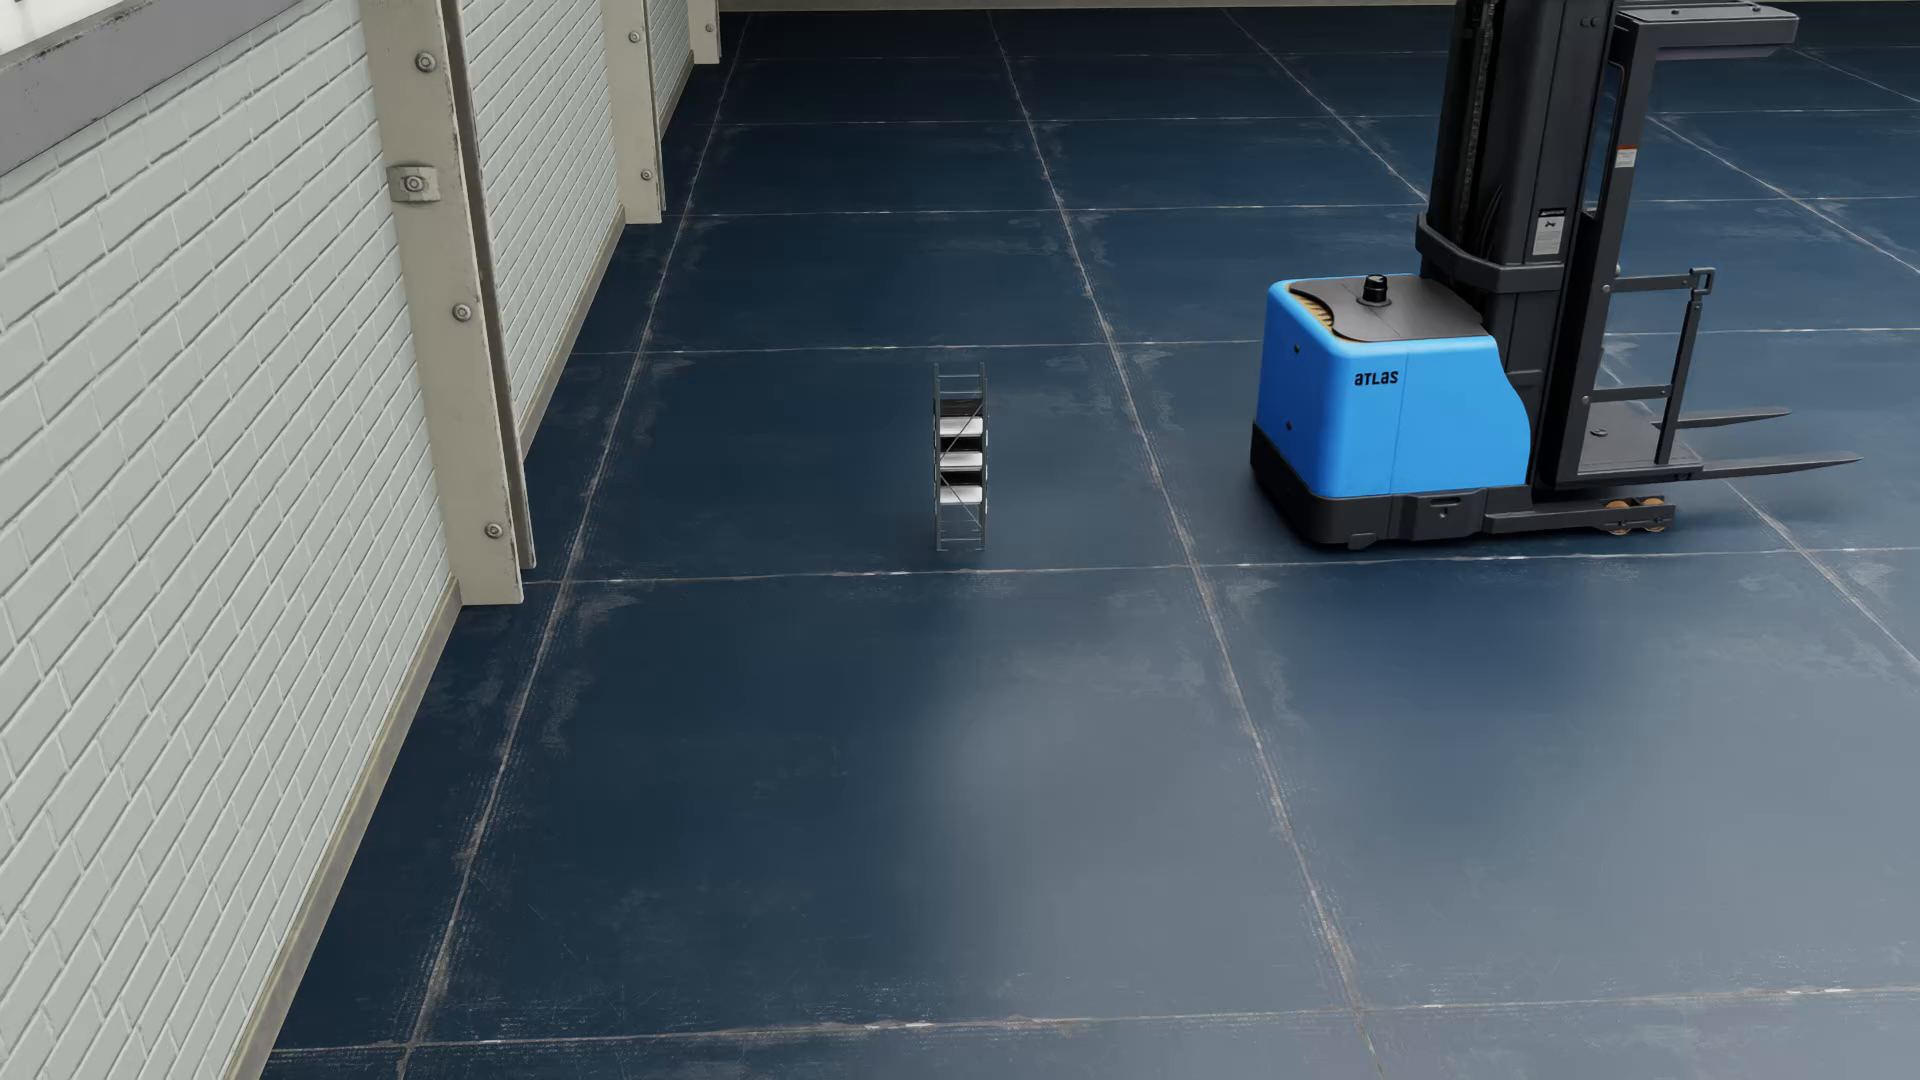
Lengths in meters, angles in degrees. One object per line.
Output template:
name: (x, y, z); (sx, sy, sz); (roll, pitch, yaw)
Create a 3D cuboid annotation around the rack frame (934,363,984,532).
rack frame: (-0.005, -0.442, 8.125); (0.240, 0.900, 0.006); (-1, 28, -3)

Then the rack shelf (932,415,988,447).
rack shelf: (0.000, -0.525, 7.967); (0.258, 0.077, 0.200); (-1, 28, -3)

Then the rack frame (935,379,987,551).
rack frame: (0.006, -0.348, 7.945); (0.240, 0.900, 0.006); (-1, 28, -3)

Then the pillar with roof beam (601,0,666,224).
pillar with roof beam: (1.795, -6.659, 11.287); (9.100, 9.000, 0.400); (-1, 28, -3)

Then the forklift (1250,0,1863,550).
forklift: (3.113, -1.562, 8.075); (3.031, 2.935, 1.130); (-4, 28, -8)

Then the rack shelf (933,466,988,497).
rack shelf: (0.000, -0.286, 8.092); (0.258, 0.077, 0.200); (-1, 28, -3)

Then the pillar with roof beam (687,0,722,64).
pillar with roof beam: (1.482, -9.430, 16.599); (9.100, 9.000, 0.400); (-1, 28, -3)

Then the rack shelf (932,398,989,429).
rack shelf: (0.000, -0.605, 7.925); (0.258, 0.077, 0.200); (-1, 28, -3)

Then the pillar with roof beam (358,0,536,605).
pillar with roof beam: (2.108, -3.888, 5.974); (9.100, 9.000, 0.400); (-1, 28, -3)

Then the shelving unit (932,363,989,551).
shelving unit: (0.000, -0.395, 8.035); (0.258, 0.900, 0.210); (-1, 28, -3)

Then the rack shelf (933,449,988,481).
rack shelf: (0.000, -0.366, 8.050); (0.258, 0.077, 0.200); (-1, 28, -3)

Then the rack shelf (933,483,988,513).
rack shelf: (0.000, -0.206, 8.133); (0.258, 0.077, 0.200); (-1, 28, -3)

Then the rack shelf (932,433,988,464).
rack shelf: (0.000, -0.445, 8.009); (0.258, 0.077, 0.200); (-1, 28, -3)
